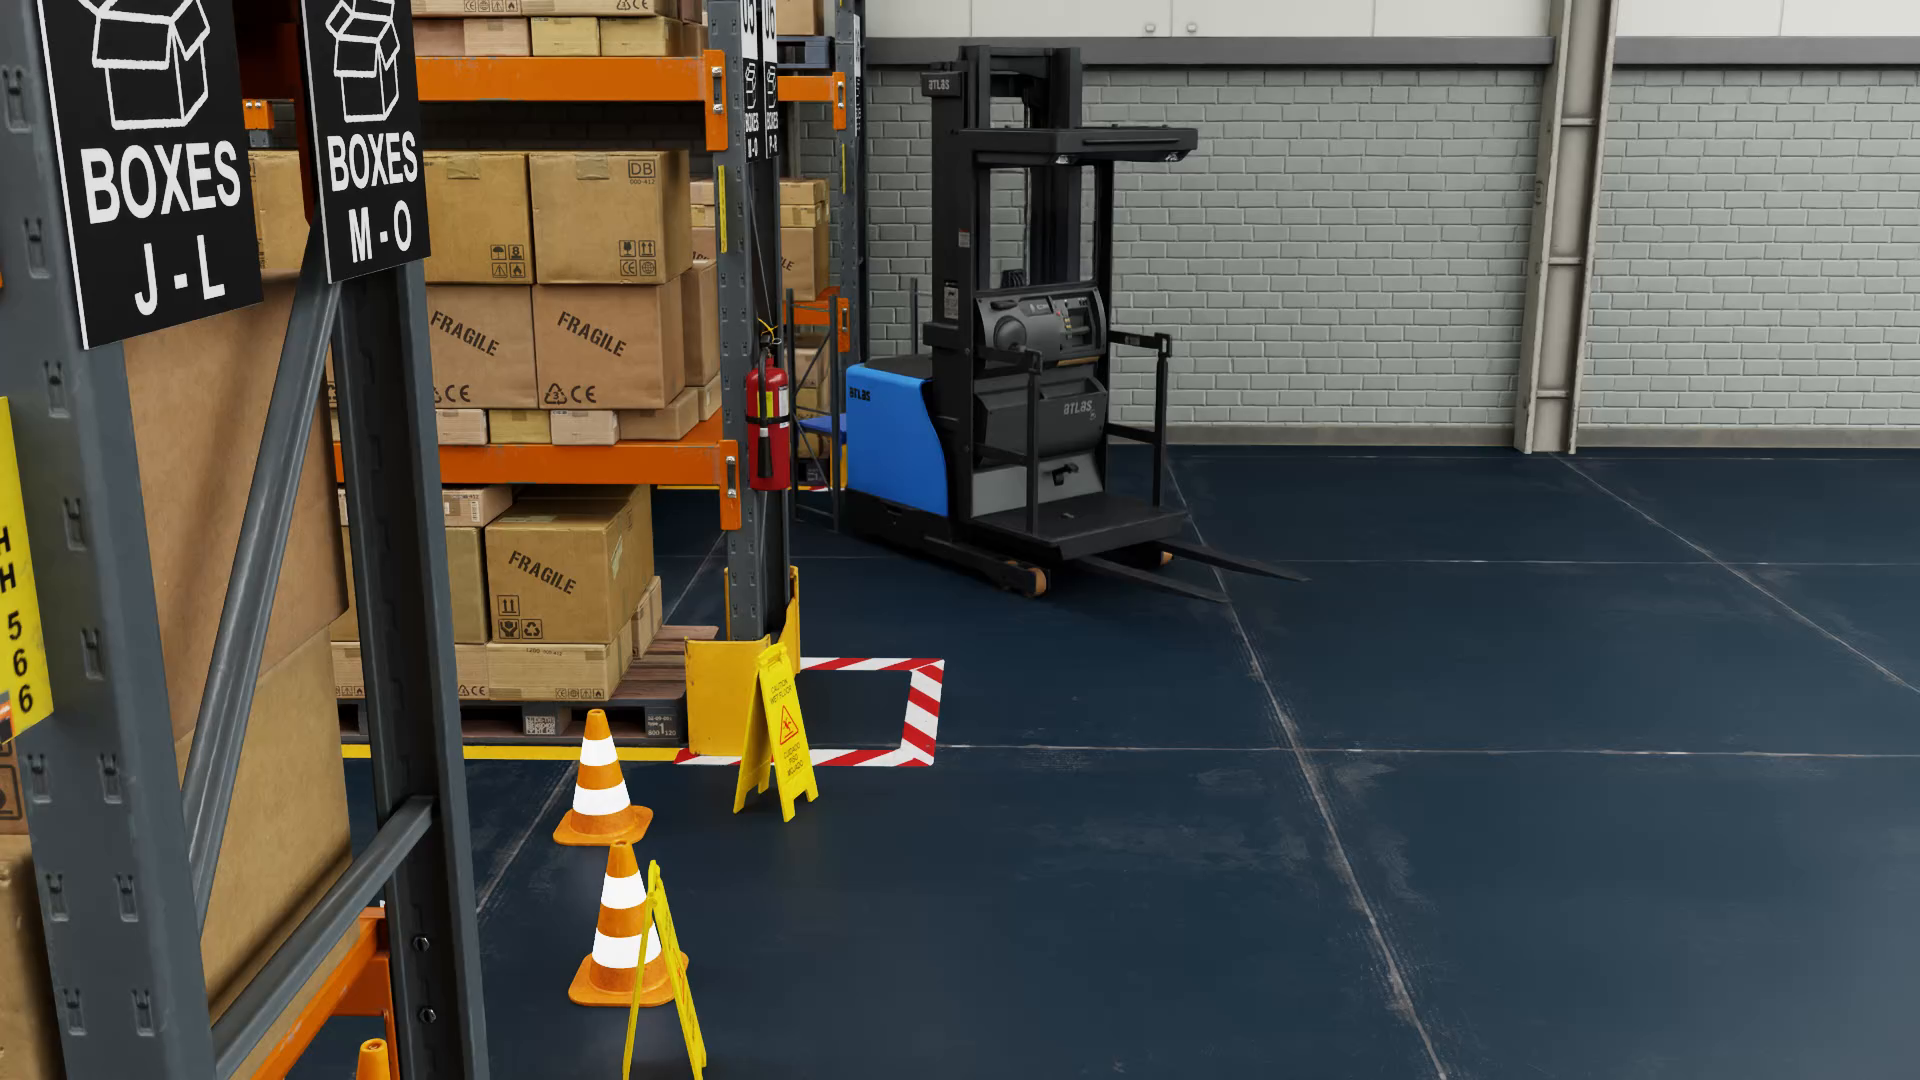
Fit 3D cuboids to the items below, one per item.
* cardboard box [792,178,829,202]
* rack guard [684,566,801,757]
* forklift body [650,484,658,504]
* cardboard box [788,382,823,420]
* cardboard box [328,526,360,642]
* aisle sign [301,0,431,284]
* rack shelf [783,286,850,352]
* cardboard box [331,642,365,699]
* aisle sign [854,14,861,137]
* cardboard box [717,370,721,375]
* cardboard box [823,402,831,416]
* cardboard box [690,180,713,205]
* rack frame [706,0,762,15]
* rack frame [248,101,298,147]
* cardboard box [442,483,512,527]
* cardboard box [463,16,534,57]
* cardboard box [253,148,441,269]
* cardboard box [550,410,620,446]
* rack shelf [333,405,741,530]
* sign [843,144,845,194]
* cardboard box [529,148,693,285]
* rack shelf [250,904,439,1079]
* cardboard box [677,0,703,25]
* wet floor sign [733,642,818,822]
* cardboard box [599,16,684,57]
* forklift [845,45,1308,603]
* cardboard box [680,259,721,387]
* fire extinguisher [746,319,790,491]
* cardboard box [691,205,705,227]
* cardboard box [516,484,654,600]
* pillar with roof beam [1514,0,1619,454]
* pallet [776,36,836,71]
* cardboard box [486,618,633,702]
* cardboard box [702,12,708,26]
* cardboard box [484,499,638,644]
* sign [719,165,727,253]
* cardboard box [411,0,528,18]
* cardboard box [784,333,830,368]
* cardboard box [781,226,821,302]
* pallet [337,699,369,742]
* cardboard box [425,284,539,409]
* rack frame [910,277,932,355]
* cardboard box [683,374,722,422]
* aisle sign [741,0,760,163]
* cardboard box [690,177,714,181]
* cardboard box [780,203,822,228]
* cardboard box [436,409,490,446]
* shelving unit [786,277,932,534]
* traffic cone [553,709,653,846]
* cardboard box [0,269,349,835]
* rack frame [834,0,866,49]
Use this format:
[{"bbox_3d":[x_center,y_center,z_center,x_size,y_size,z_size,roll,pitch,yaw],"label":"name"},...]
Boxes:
[{"bbox_3d":[-1.083,-2.526,11.984,0.250,0.149,0.380,0,15,0],"label":"cardboard box"},{"bbox_3d":[-0.952,0.510,7.426,0.348,0.500,1.175,0,15,1],"label":"rack guard"},{"bbox_3d":[-2.695,-1.100,10.295,1.214,2.155,2.313,0,15,1],"label":"forklift body"},{"bbox_3d":[-1.247,-1.002,11.846,0.500,0.250,0.500,0,15,1],"label":"cardboard box"},{"bbox_3d":[-2.710,0.120,7.103,0.500,0.500,0.500,0,15,0],"label":"cardboard box"},{"bbox_3d":[-0.823,-0.768,2.274,0.004,0.787,0.394,0,15,1],"label":"aisle sign"},{"bbox_3d":[-2.752,-1.629,12.044,4.000,0.370,1.077,0,15,1],"label":"rack shelf"},{"bbox_3d":[-2.732,0.485,7.190,0.500,0.250,0.500,0,15,-1],"label":"cardboard box"},{"bbox_3d":[-0.695,-3.145,11.286,0.004,0.787,0.394,0,15,1],"label":"aisle sign"},{"bbox_3d":[-1.732,-1.246,11.789,0.500,0.250,0.500,1,15,2],"label":"cardboard box"},{"bbox_3d":[-1.239,-0.890,12.401,0.500,0.250,0.500,0,15,2],"label":"cardboard box"},{"bbox_3d":[-1.873,-2.427,11.609,0.250,0.149,0.380,0,15,2],"label":"cardboard box"},{"bbox_3d":[-0.876,-3.599,6.340,0.127,3.000,1.000,0,15,1],"label":"rack frame"},{"bbox_3d":[-4.752,-1.990,12.002,0.127,3.000,1.000,0,15,1],"label":"rack frame"},{"bbox_3d":[-2.052,-0.172,6.936,0.250,0.149,0.380,1,15,3],"label":"cardboard box"},{"bbox_3d":[-1.754,-1.961,6.507,0.250,0.149,0.380,1,15,3],"label":"cardboard box"},{"bbox_3d":[-2.410,-1.303,6.661,0.500,0.500,0.700,0,15,1],"label":"cardboard box"},{"bbox_3d":[-1.511,-0.498,6.839,0.250,0.149,0.380,0,15,1],"label":"cardboard box"},{"bbox_3d":[-2.875,-0.363,7.246,4.000,0.370,1.077,0,15,1],"label":"rack shelf"},{"bbox_3d":[-0.781,-2.500,11.201,0.005,0.325,0.100,0,15,1],"label":"sign"},{"bbox_3d":[-1.392,-1.321,6.728,0.500,0.500,0.700,0,15,0],"label":"cardboard box"},{"bbox_3d":[-2.901,0.900,2.459,4.000,0.370,1.077,0,15,1],"label":"rack shelf"},{"bbox_3d":[-1.372,-2.291,6.973,0.500,0.250,0.500,0,15,0],"label":"cardboard box"},{"bbox_3d":[-0.713,0.715,6.366,0.232,0.644,0.267,6,16,21],"label":"wet floor sign"},{"bbox_3d":[-1.240,-1.958,6.493,0.250,0.149,0.380,0,15,2],"label":"cardboard box"},{"bbox_3d":[0.604,-1.245,9.313,1.130,2.935,3.031,-12,19,-38],"label":"forklift"},{"bbox_3d":[-1.342,-0.964,7.334,0.500,0.500,0.500,0,15,1],"label":"cardboard box"},{"bbox_3d":[-0.773,-0.542,6.667,0.183,0.674,0.296,0,15,1],"label":"fire extinguisher"},{"bbox_3d":[-1.868,-2.272,11.605,0.250,0.149,0.380,0,15,1],"label":"cardboard box"},{"bbox_3d":[-1.699,-0.010,7.594,0.500,0.500,0.500,0,15,0],"label":"cardboard box"},{"bbox_3d":[4.462,-3.962,7.717,0.400,9.000,9.100,0,15,1],"label":"pillar with roof beam"},{"bbox_3d":[-1.459,-3.383,11.574,1.213,0.211,1.003,0,15,1],"label":"pallet"},{"bbox_3d":[-1.715,0.492,7.163,0.500,0.250,0.500,0,15,1],"label":"cardboard box"},{"bbox_3d":[-1.589,-3.472,11.213,0.250,0.149,0.380,0,15,0],"label":"cardboard box"},{"bbox_3d":[-1.683,0.127,7.074,0.500,0.500,0.500,0,15,2],"label":"cardboard box"},{"bbox_3d":[-0.910,-1.269,6.381,0.005,0.325,0.100,0,15,1],"label":"sign"},{"bbox_3d":[-1.897,-2.161,6.482,0.500,0.250,0.500,0,15,1],"label":"cardboard box"},{"bbox_3d":[-1.228,-1.372,12.267,0.500,0.250,0.500,0,15,1],"label":"cardboard box"},{"bbox_3d":[-1.251,-1.948,11.649,0.500,0.500,0.500,0,15,0],"label":"cardboard box"},{"bbox_3d":[-2.980,0.627,7.550,1.213,0.211,1.003,0,15,1],"label":"pallet"},{"bbox_3d":[-1.926,-0.828,6.818,0.500,0.500,0.500,0,15,2],"label":"cardboard box"},{"bbox_3d":[-0.157,-0.982,11.124,0.032,1.500,0.500,-13,19,-40],"label":"rack frame"},{"bbox_3d":[-1.210,-0.631,7.346,0.250,0.149,0.380,0,15,2],"label":"cardboard box"},{"bbox_3d":[-0.821,-1.880,6.492,0.004,0.787,0.394,0,15,1],"label":"aisle sign"},{"bbox_3d":[-1.855,-2.540,12.037,0.250,0.149,0.380,0,15,2],"label":"cardboard box"},{"bbox_3d":[-1.107,-2.256,11.545,0.250,0.149,0.380,1,15,2],"label":"cardboard box"},{"bbox_3d":[-2.025,-0.499,6.843,0.250,0.149,0.380,1,15,2],"label":"cardboard box"},{"bbox_3d":[-0.539,-0.897,10.800,1.048,1.500,0.538,-13,19,-40],"label":"shelving unit"},{"bbox_3d":[-1.339,0.855,6.192,0.334,0.463,0.336,0,15,1],"label":"traffic cone"},{"bbox_3d":[-1.271,-0.042,2.208,0.550,0.550,0.875,0,15,1],"label":"cardboard box"},{"bbox_3d":[-0.753,-4.864,11.138,0.127,3.000,1.000,0,15,1],"label":"rack frame"}]
